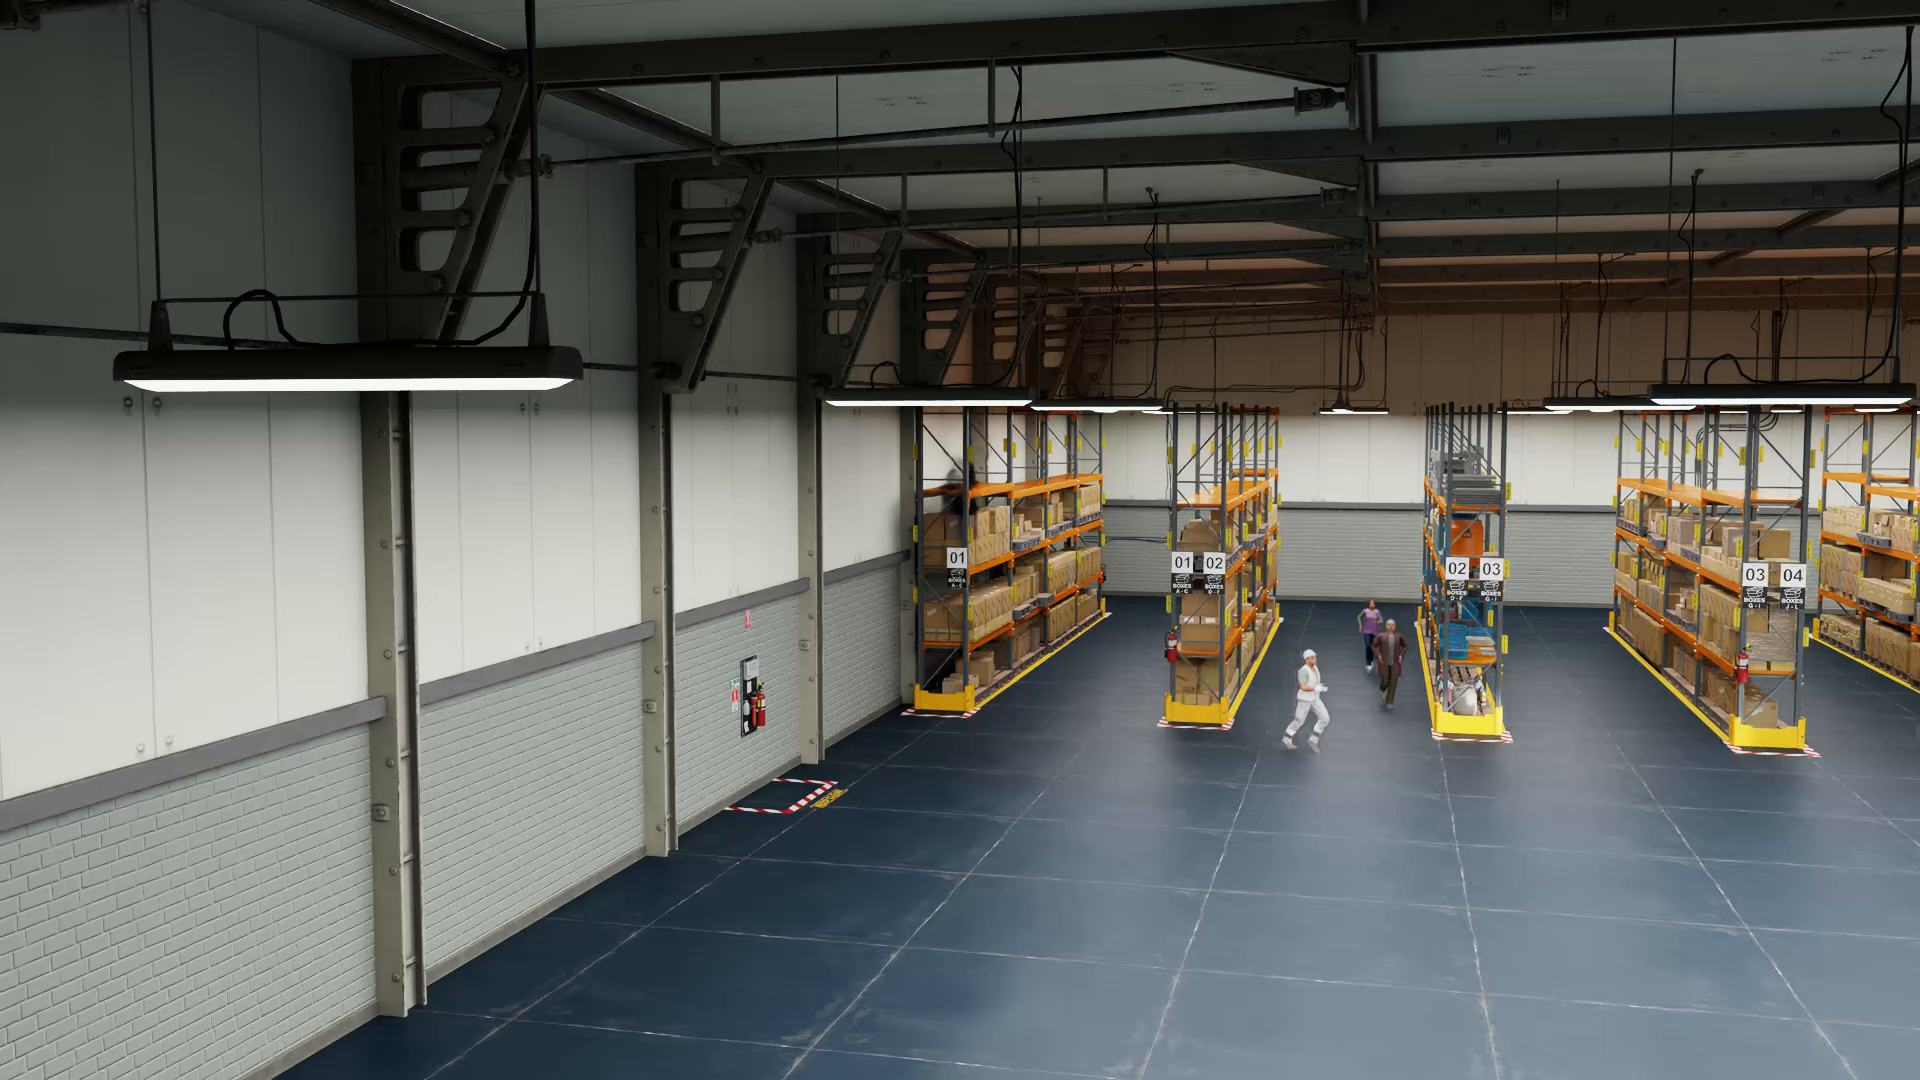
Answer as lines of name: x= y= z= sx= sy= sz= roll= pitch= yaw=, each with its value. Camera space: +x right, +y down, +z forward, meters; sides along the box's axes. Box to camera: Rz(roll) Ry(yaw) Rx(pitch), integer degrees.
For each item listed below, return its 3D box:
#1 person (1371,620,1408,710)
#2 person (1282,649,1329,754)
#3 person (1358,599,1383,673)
person: x=8.448 y=2.437 z=32.686 sx=0.728 sy=1.748 sz=0.869 roll=0 pitch=4 yaw=5
person: x=5.932 y=2.739 z=28.267 sx=0.677 sy=1.787 sz=0.890 roll=-4 pitch=6 yaw=-42
person: x=9.273 y=2.138 z=37.553 sx=0.514 sy=1.636 sz=0.753 roll=0 pitch=4 yaw=2
